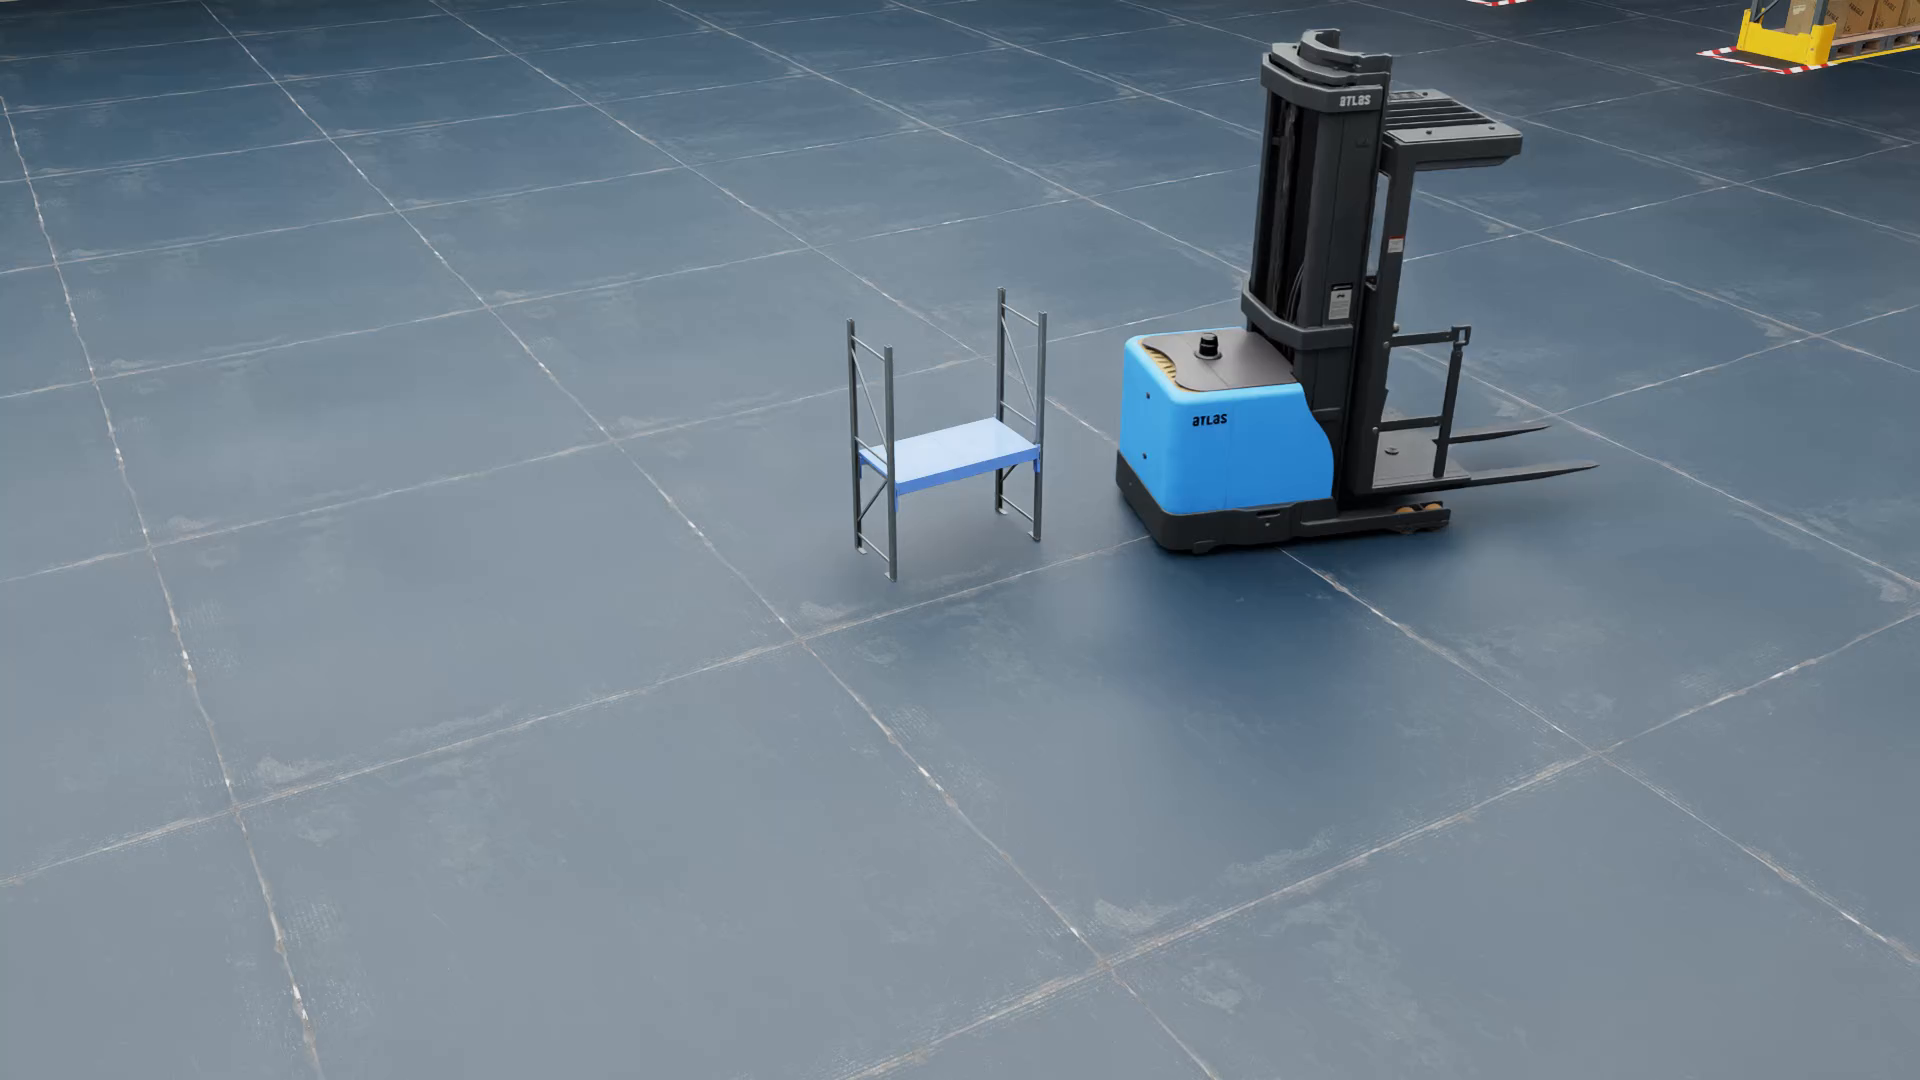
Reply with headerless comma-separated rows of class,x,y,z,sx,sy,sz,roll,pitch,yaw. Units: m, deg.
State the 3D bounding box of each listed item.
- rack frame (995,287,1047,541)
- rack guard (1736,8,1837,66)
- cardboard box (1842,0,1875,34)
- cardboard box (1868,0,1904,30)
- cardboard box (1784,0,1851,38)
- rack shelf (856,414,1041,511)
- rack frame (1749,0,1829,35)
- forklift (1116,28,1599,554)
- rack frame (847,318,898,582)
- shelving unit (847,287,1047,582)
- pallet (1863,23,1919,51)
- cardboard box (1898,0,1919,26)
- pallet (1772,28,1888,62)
rack frame,0.365,-0.760,10.173,0.032,1.500,0.500,-16,33,-26
rack guard,10.817,-6.600,21.790,0.348,0.500,1.175,-16,33,-26
cardboard box,11.796,-7.072,22.210,0.500,0.500,0.500,-8,30,-13
cardboard box,12.346,-7.217,22.474,0.500,0.500,0.500,-13,31,-22
cardboard box,11.298,-6.911,21.919,0.500,0.500,0.500,-10,30,-17
rack shelf,-0.074,-0.478,10.035,1.000,0.185,0.538,-16,33,-26
rack frame,10.751,-7.676,21.152,0.127,3.000,1.000,-16,33,-26
forklift,2.592,-1.562,10.145,3.031,2.935,1.130,-7,30,-12
rack frame,-0.512,-0.511,9.723,0.032,1.500,0.500,-16,33,-26
shelving unit,-0.074,-0.636,9.948,1.048,1.500,0.538,-16,33,-26
pallet,12.586,-6.954,22.731,1.213,0.211,1.003,-16,33,-26
cardboard box,12.849,-7.335,22.687,0.500,0.500,0.500,-19,34,-31
pallet,11.535,-6.658,22.193,1.213,0.211,1.003,-16,33,-26
